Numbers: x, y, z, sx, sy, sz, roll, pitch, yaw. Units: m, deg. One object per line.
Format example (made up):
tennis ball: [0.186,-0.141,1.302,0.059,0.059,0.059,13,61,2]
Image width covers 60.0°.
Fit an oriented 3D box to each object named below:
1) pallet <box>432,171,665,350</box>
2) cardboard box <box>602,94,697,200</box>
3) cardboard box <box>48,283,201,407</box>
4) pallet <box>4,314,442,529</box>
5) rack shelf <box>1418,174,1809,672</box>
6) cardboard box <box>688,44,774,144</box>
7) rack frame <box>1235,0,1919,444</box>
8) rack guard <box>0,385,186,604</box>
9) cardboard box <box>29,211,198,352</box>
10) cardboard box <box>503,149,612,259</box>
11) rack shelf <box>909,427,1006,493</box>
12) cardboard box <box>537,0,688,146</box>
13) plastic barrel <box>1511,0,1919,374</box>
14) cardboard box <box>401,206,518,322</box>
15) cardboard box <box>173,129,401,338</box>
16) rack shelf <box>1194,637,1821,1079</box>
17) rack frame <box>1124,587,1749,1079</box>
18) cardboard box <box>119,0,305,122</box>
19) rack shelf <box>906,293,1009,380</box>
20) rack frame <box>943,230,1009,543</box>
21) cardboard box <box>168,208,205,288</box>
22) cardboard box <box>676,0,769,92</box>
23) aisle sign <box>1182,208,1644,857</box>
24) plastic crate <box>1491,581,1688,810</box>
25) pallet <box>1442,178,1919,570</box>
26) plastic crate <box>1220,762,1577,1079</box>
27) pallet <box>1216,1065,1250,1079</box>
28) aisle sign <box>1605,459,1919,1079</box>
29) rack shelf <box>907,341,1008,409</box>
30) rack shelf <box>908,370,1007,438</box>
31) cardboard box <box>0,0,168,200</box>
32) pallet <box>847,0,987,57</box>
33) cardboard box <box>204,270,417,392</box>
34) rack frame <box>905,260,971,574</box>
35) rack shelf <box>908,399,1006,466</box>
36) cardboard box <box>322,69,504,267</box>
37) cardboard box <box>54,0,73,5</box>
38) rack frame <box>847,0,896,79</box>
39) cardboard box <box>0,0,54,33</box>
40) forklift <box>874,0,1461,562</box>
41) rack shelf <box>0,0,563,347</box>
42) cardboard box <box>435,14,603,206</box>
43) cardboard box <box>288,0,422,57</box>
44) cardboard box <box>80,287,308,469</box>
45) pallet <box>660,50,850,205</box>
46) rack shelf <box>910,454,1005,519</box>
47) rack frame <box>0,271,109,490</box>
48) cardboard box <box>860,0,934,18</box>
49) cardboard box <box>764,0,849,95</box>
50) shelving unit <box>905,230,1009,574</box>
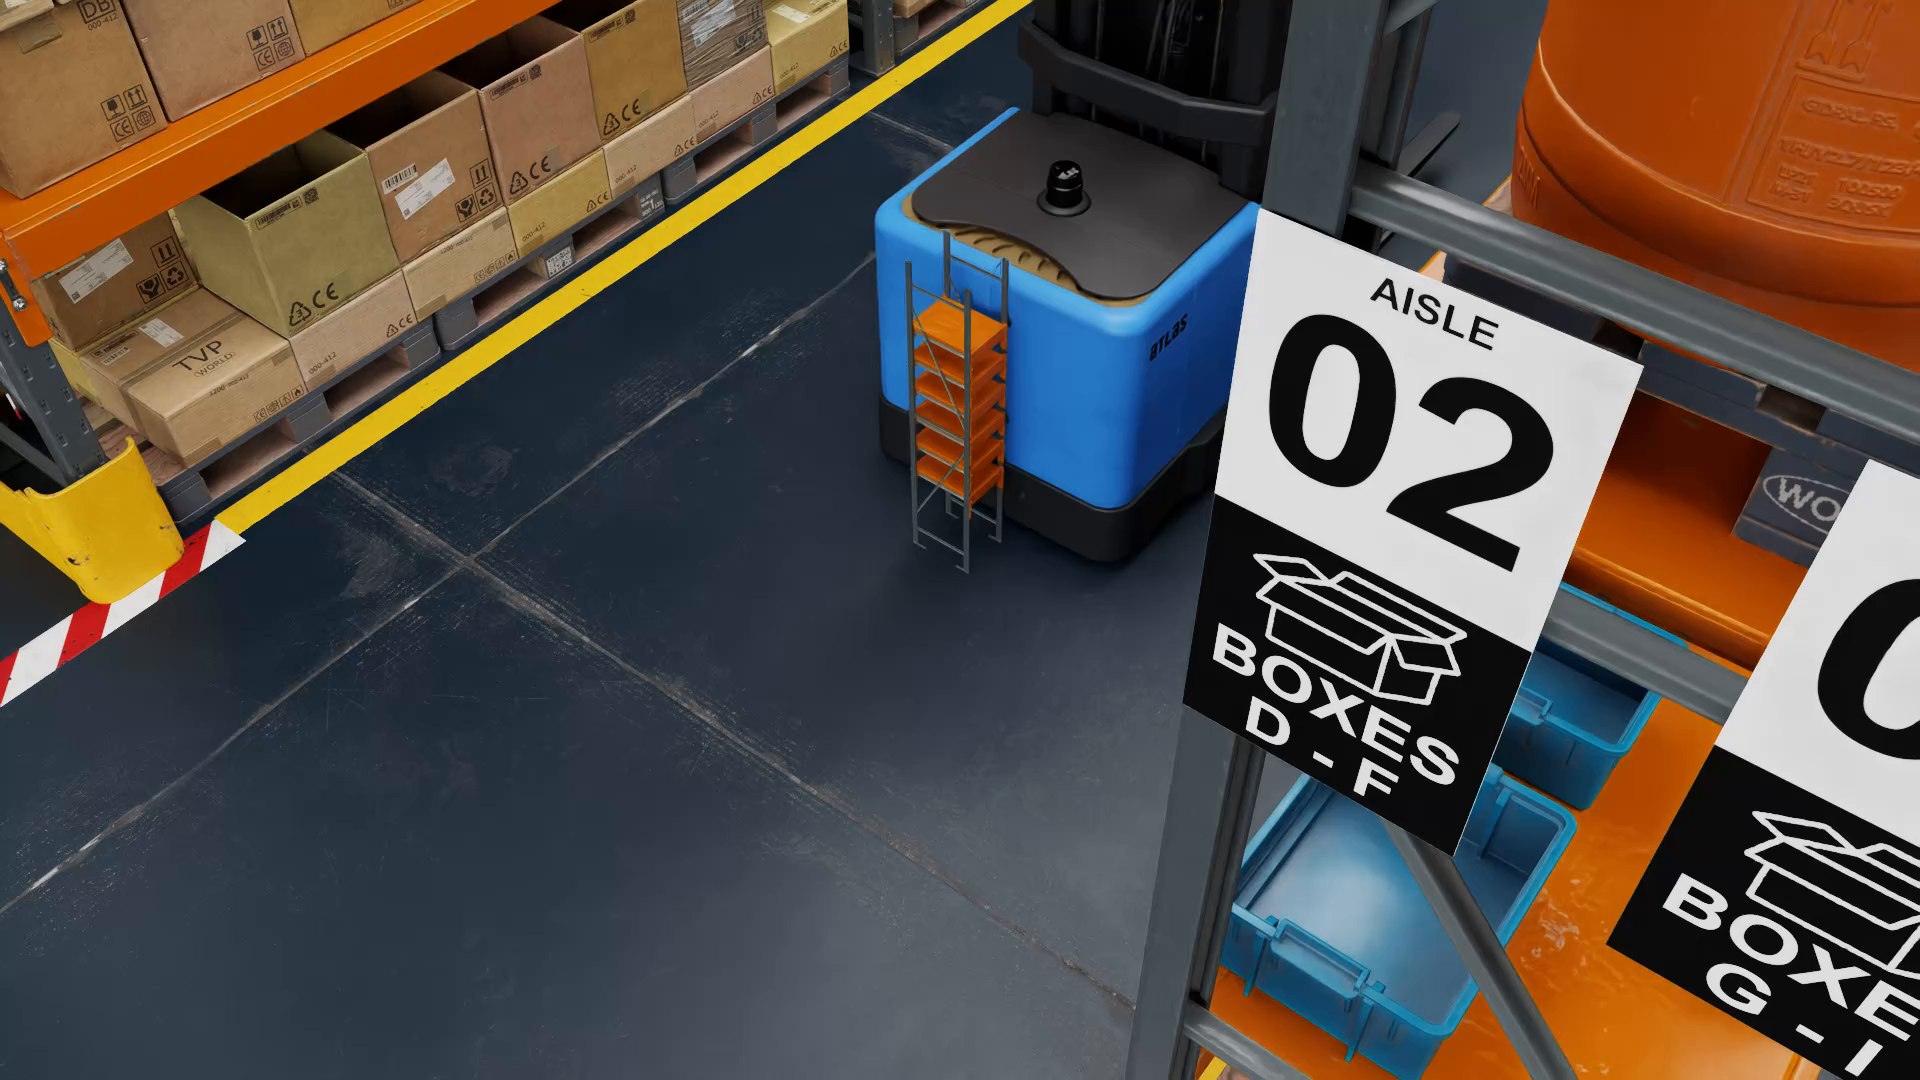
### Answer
pallet: [-2.005,-1.361,6.904,1.003,0.211,1.213,29,53,25]
cardboard box: [-1.458,-1.720,6.930,0.500,0.250,0.500,29,53,25]
cardboard box: [-3.092,-0.805,6.056,0.500,0.250,0.500,29,53,25]
pallet: [-2.752,-0.666,6.240,1.003,0.211,1.213,29,53,25]
rack shelf: [1.954,-0.913,2.971,1.077,0.370,4.000,29,53,25]
cardboard box: [-1.164,-2.013,7.210,0.500,0.250,0.500,29,53,25]
rack frame: [0.732,-1.053,0.533,1.000,3.000,0.127,29,53,25]
rack guard: [-3.201,-0.296,5.687,1.175,0.500,0.348,29,53,25]
cardboard box: [-3.094,-1.065,5.786,0.500,0.500,0.500,29,53,25]
cardboard box: [-1.764,-1.434,6.657,0.500,0.250,0.500,29,53,25]
rack shelf: [-0.009,-0.293,5.427,0.258,0.103,0.180,29,53,25]
cardboard box: [-1.469,-1.985,6.664,0.500,0.500,0.500,29,53,25]
plastic barrel: [0.928,-0.644,1.629,0.600,0.830,0.708,29,53,25]
cardboard box: [-2.073,-1.150,6.385,0.500,0.250,0.500,29,53,25]
cardboard box: [-2.378,-1.122,5.840,0.500,0.500,0.500,29,53,25]
rack shelf: [1.954,0.123,4.055,1.077,0.370,4.000,29,53,25]
rack frame: [0.732,1.019,2.702,1.000,3.000,0.127,29,53,25]
cardboard box: [-2.573,-1.771,5.299,0.700,0.500,0.500,31,53,26]
rack shelf: [-0.009,-0.624,5.080,0.258,0.103,0.180,29,53,25]
rack frame: [0.047,-0.459,5.358,0.240,1.200,0.006,29,53,25]
cardboard box: [-2.796,-1.097,6.335,0.500,0.250,0.500,29,53,25]
cardboard box: [-1.166,-2.273,6.939,0.500,0.500,0.500,29,53,25]
aisle sign: [0.452,0.031,1.848,0.394,0.787,0.004,29,53,25]
plastic crate: [1.202,0.283,3.508,0.499,0.251,0.408,29,53,25]
pallet: [1.315,-0.382,2.096,1.003,0.211,1.213,29,53,25]
plastic crate: [0.801,0.652,3.156,0.499,0.251,0.616,29,53,25]
pallet: [1.242,1.456,4.213,1.003,0.211,1.213,29,53,25]
aisle sign: [0.919,0.292,1.599,0.394,0.787,0.004,29,53,25]
rack shelf: [-0.009,-0.541,5.167,0.258,0.103,0.180,29,53,25]
rack shelf: [-0.009,-0.458,5.254,0.258,0.103,0.180,29,53,25]
cardboard box: [-2.890,-1.469,5.009,0.700,0.500,0.500,29,53,25]
pallet: [-0.321,-2.937,8.410,1.003,0.211,1.213,29,53,25]
cardboard box: [-2.379,-0.864,6.112,0.500,0.250,0.500,29,53,25]
rack frame: [-0.065,-0.354,5.258,0.240,1.200,0.006,29,53,25]
rack shelf: [-0.009,-0.375,5.340,0.258,0.103,0.180,29,53,25]
cardboard box: [-2.082,-1.414,6.119,0.500,0.500,0.500,29,53,25]
cardboard box: [-2.616,-1.713,4.794,0.380,0.149,0.250,28,52,24]
rack frame: [-0.740,-3.462,6.982,1.000,3.000,0.127,29,53,25]
cardboard box: [-2.776,-1.561,4.649,0.380,0.149,0.250,29,53,25]
forklift: [0.995,-1.962,5.597,1.130,2.935,3.031,28,53,24]
rack shelf: [-1.963,-2.069,6.149,1.077,0.370,4.000,29,53,25]
cardboard box: [-1.763,-1.693,6.385,0.500,0.500,0.500,29,53,25]
cardboard box: [-2.265,-2.053,5.567,0.700,0.500,0.500,30,53,25]
cardboard box: [-2.682,-0.576,5.837,0.500,0.250,0.500,29,53,25]
pallet: [-1.260,-2.062,7.574,1.003,0.211,1.213,29,53,25]
rack shelf: [-0.009,-0.210,5.514,0.258,0.103,0.180,29,53,25]
rack frame: [-3.186,-1.173,4.796,1.000,3.000,0.127,29,53,25]
cardboard box: [-0.298,-2.778,7.940,0.500,0.250,0.500,28,52,24]
cardboard box: [-0.851,-2.295,7.479,0.500,0.250,0.500,29,53,25]
shelving unit: [-0.009,-0.406,5.308,0.258,1.200,0.189,29,53,25]
